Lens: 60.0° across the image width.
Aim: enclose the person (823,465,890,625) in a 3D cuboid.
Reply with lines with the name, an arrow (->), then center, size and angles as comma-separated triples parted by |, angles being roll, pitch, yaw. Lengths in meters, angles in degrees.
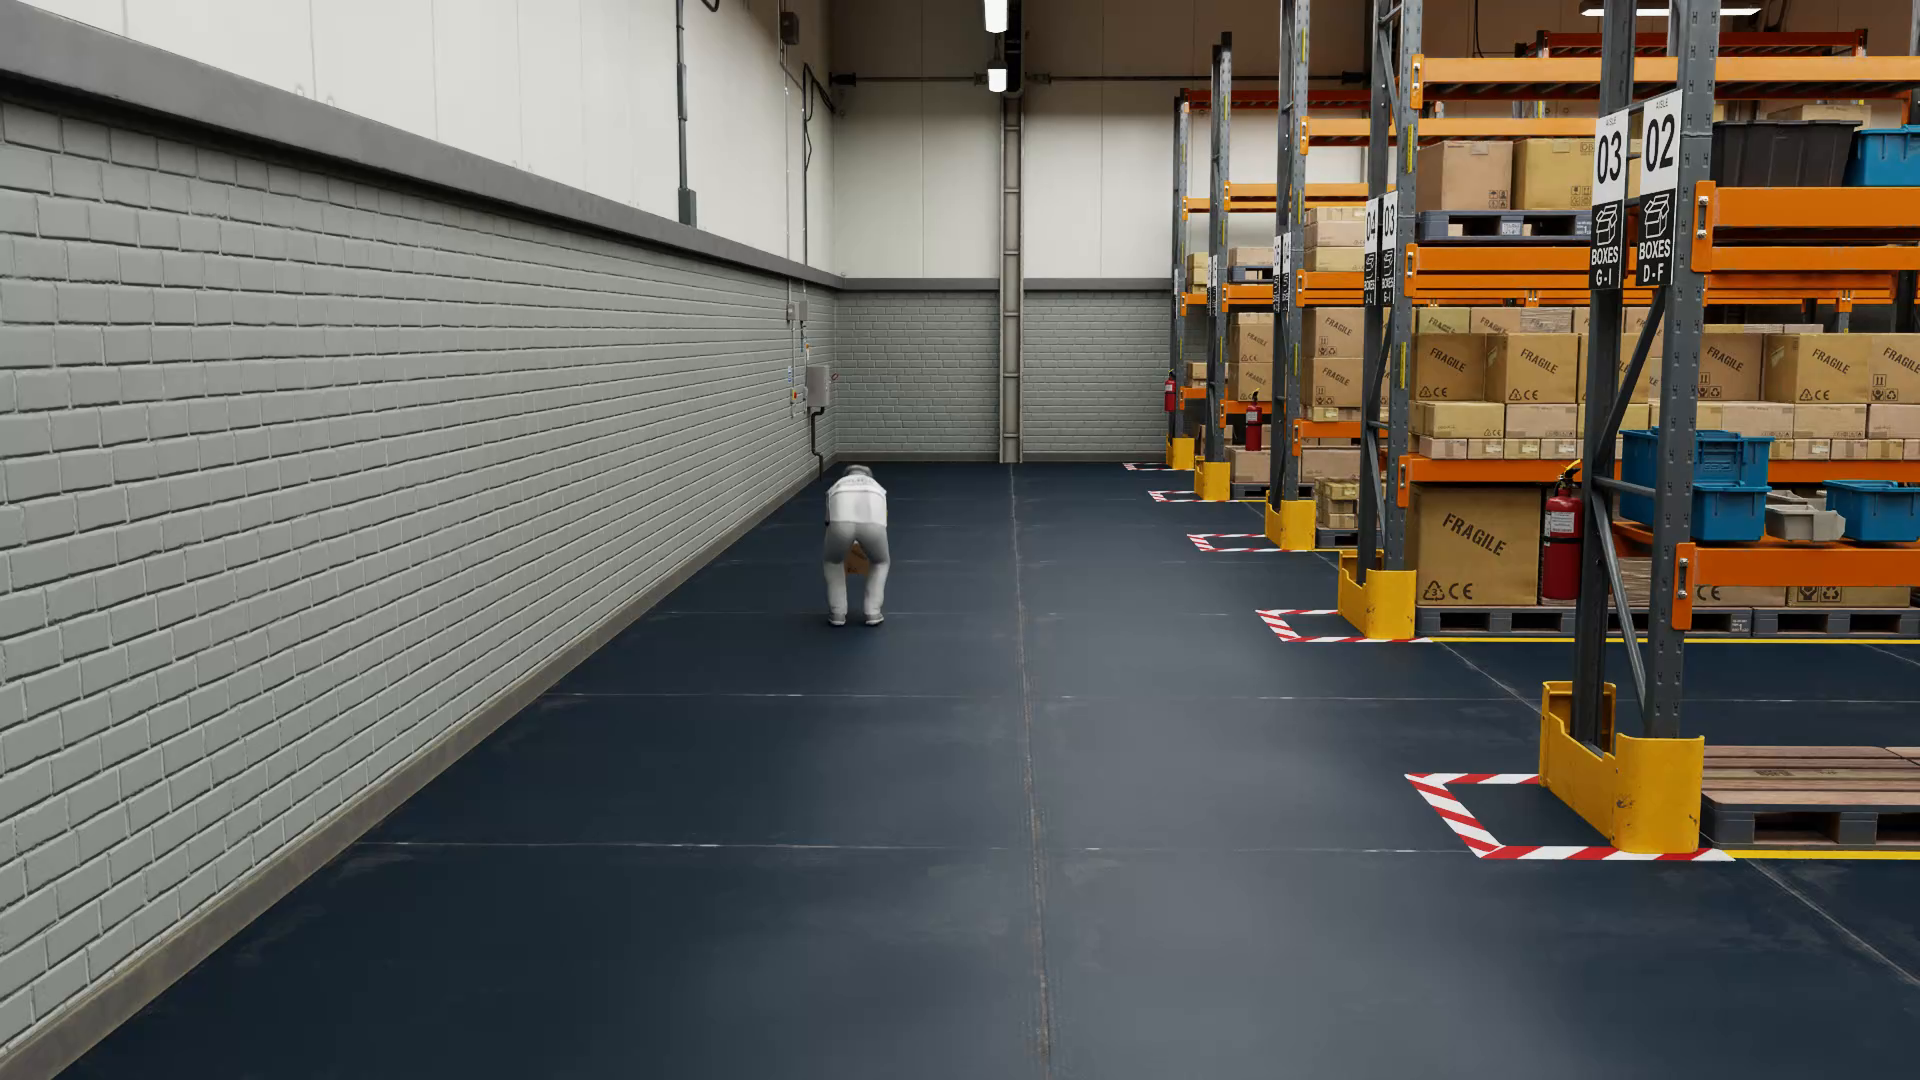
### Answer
person -> -0.794, 0.035, 12.801 | 0.516, 1.171, 1.028 | 0, 7, -1
